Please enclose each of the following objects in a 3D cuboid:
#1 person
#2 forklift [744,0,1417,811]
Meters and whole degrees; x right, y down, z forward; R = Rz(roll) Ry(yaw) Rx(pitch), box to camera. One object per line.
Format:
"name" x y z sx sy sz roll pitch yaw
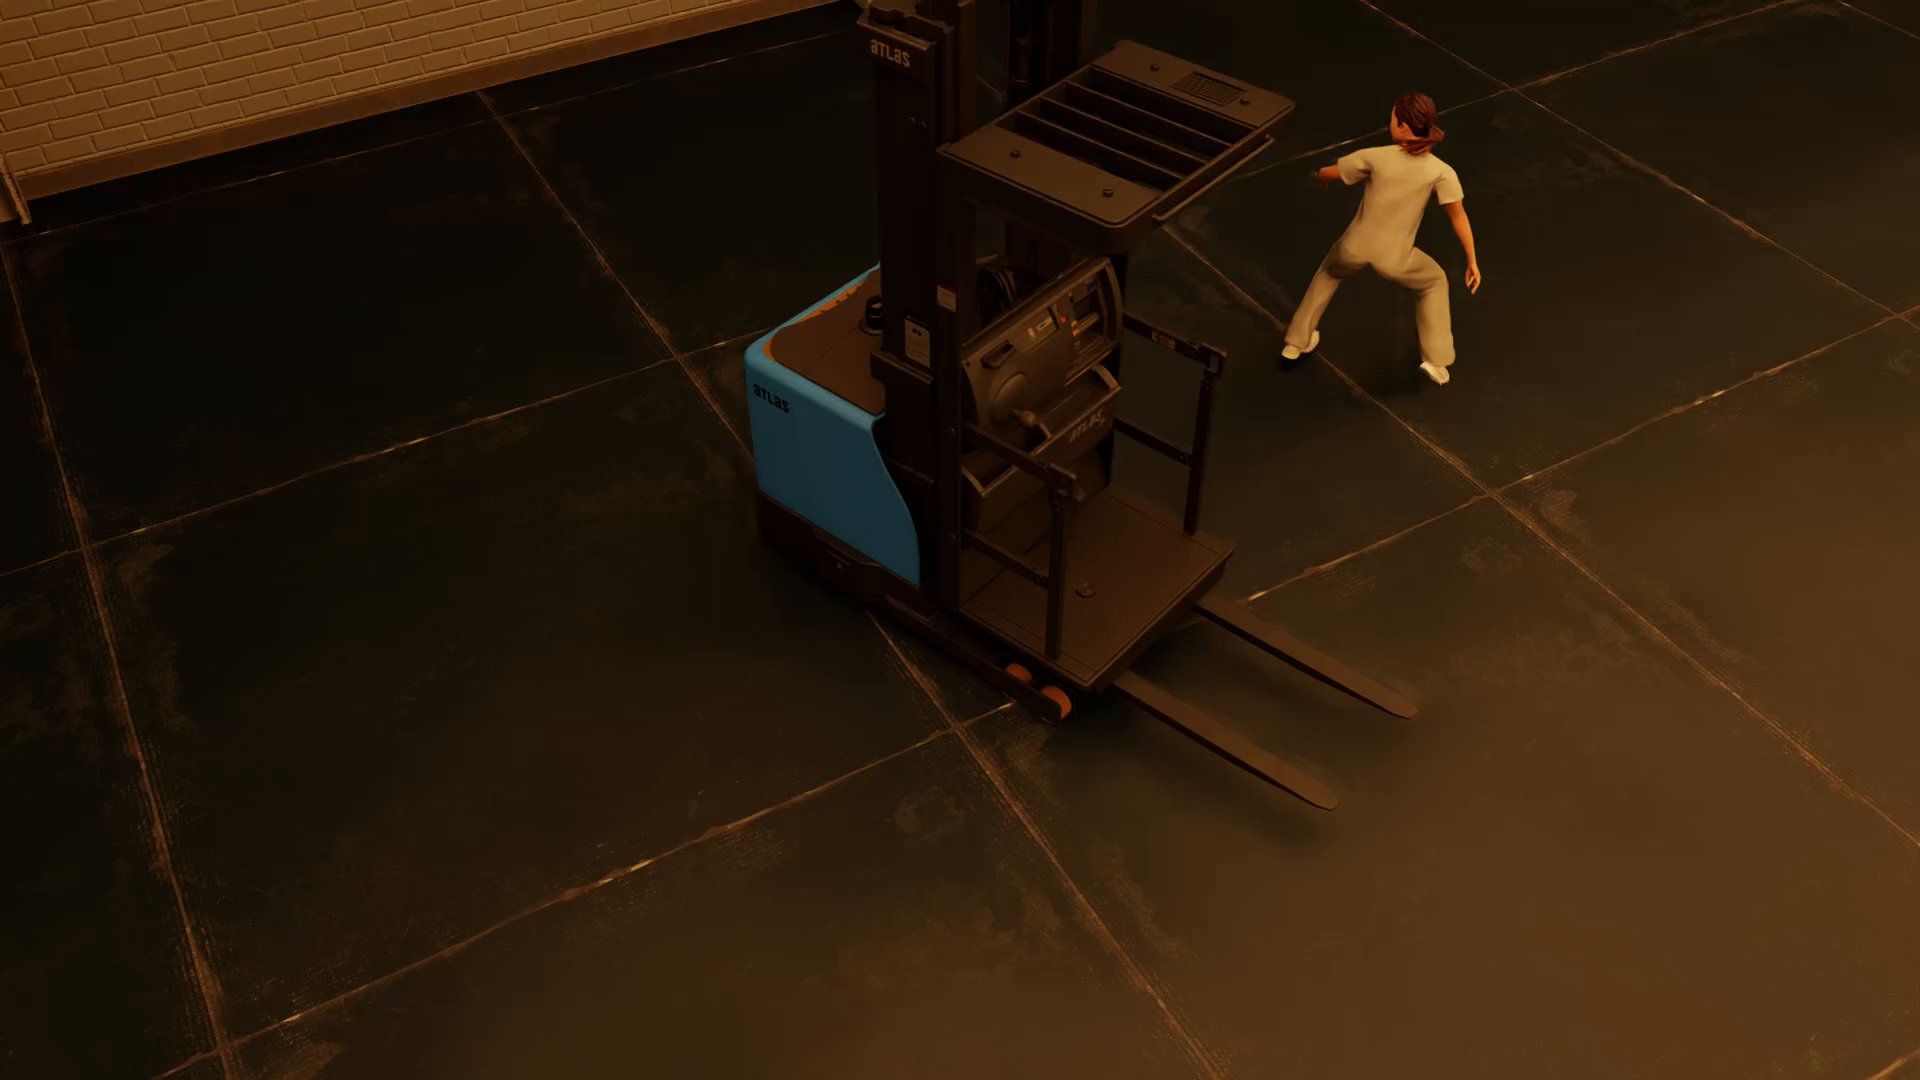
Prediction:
"person" 2.179 -1.453 8.381 0.942 1.611 0.532 18 46 18
"forklift" 0.497 -0.709 6.462 3.031 2.935 1.130 30 51 28
